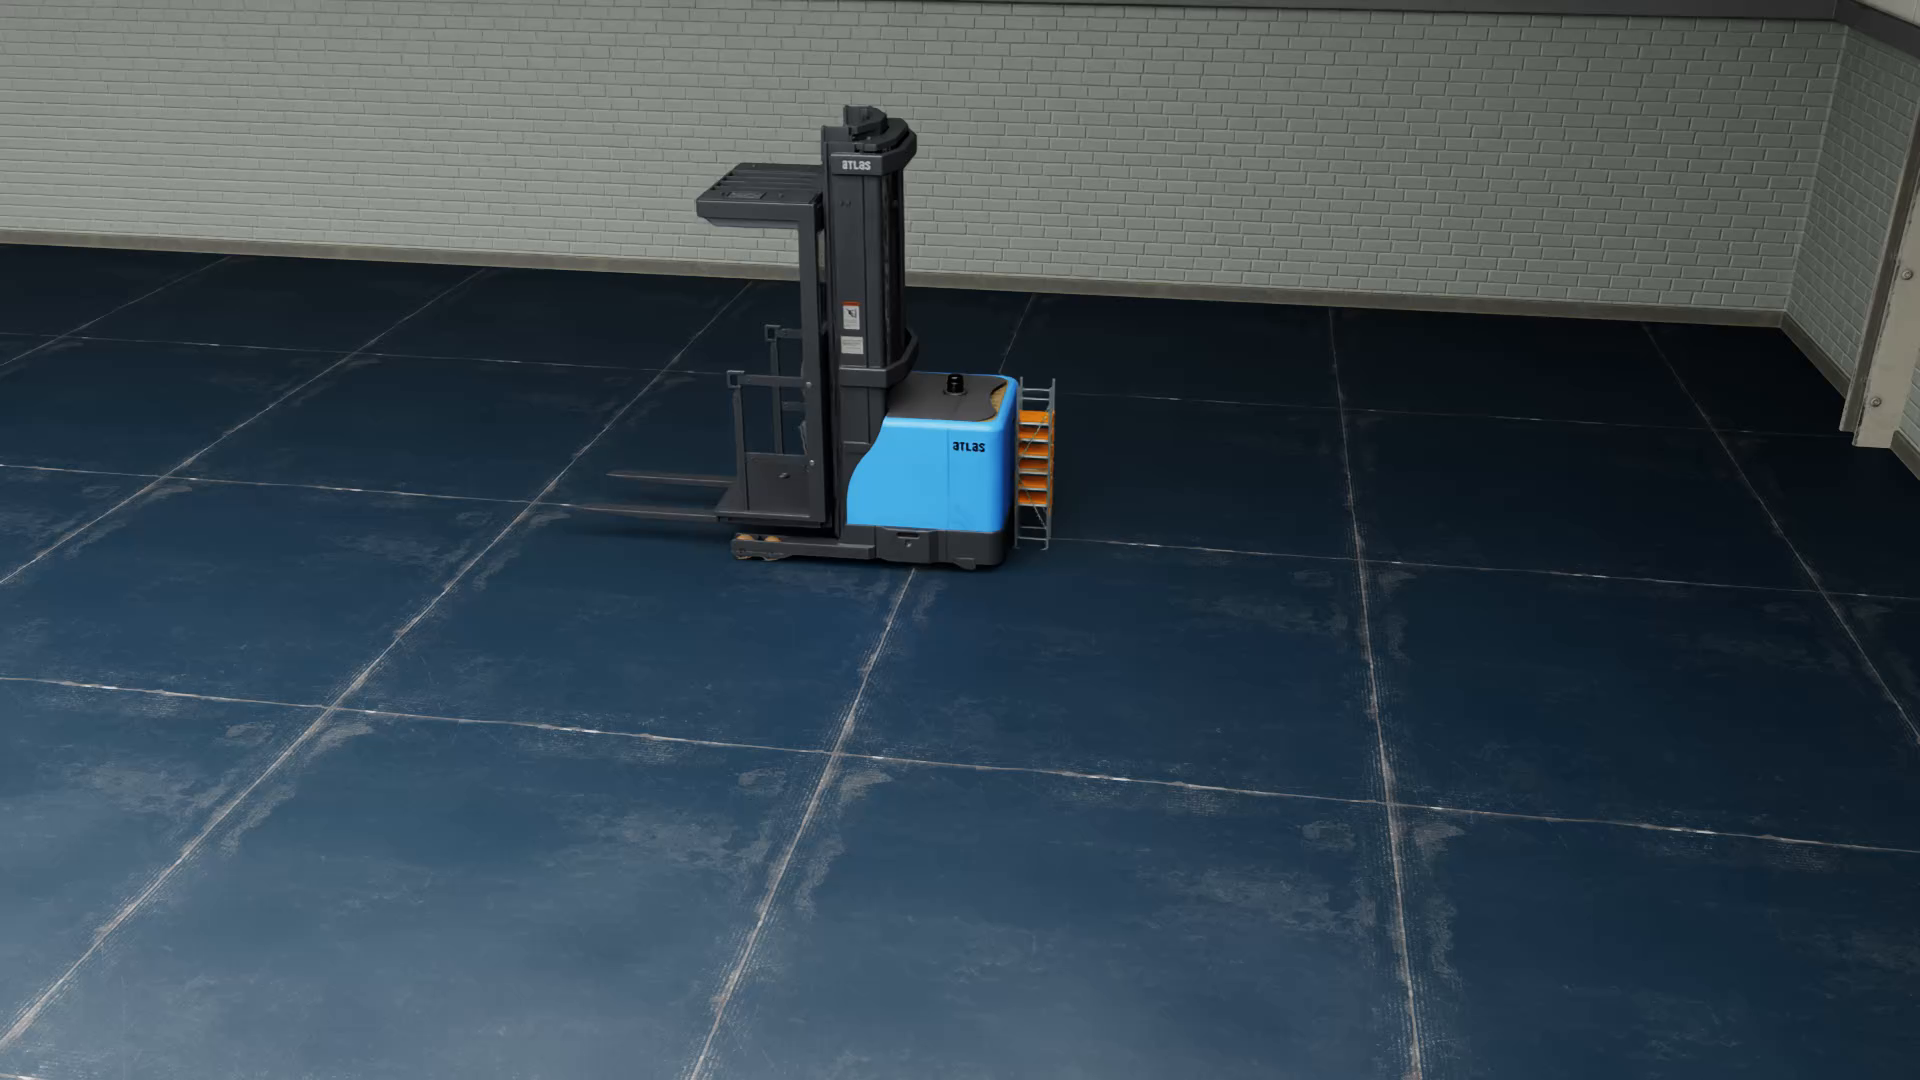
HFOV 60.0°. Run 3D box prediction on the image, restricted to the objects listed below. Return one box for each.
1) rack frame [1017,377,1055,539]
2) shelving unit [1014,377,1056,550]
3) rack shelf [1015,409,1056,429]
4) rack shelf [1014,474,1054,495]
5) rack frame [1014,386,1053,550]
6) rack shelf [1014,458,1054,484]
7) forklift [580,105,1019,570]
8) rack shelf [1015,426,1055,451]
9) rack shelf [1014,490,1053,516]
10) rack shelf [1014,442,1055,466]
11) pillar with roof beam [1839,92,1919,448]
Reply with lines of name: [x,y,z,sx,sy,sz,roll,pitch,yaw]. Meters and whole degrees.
rack frame: [0.526,-0.556,11.521,0.240,1.200,0.006,4,25,8]
shelving unit: [0.512,-0.517,11.439,0.258,1.200,0.189,4,25,8]
rack shelf: [0.513,-0.803,11.306,0.258,0.103,0.180,4,25,8]
rack shelf: [0.512,-0.368,11.509,0.258,0.103,0.180,4,25,8]
rack frame: [0.499,-0.479,11.357,0.240,1.200,0.006,4,25,8]
rack shelf: [0.512,-0.477,11.458,0.258,0.103,0.180,4,25,8]
forklift: [-1.135,-1.398,11.280,3.031,2.935,1.130,4,25,8]
rack shelf: [0.513,-0.694,11.356,0.258,0.103,0.180,4,25,8]
rack shelf: [0.512,-0.260,11.560,0.258,0.103,0.180,4,25,8]
rack shelf: [0.512,-0.586,11.407,0.258,0.103,0.180,4,25,8]
pillar with roof beam: [3.121,-5.201,12.247,9.100,9.000,0.400,4,25,9]
